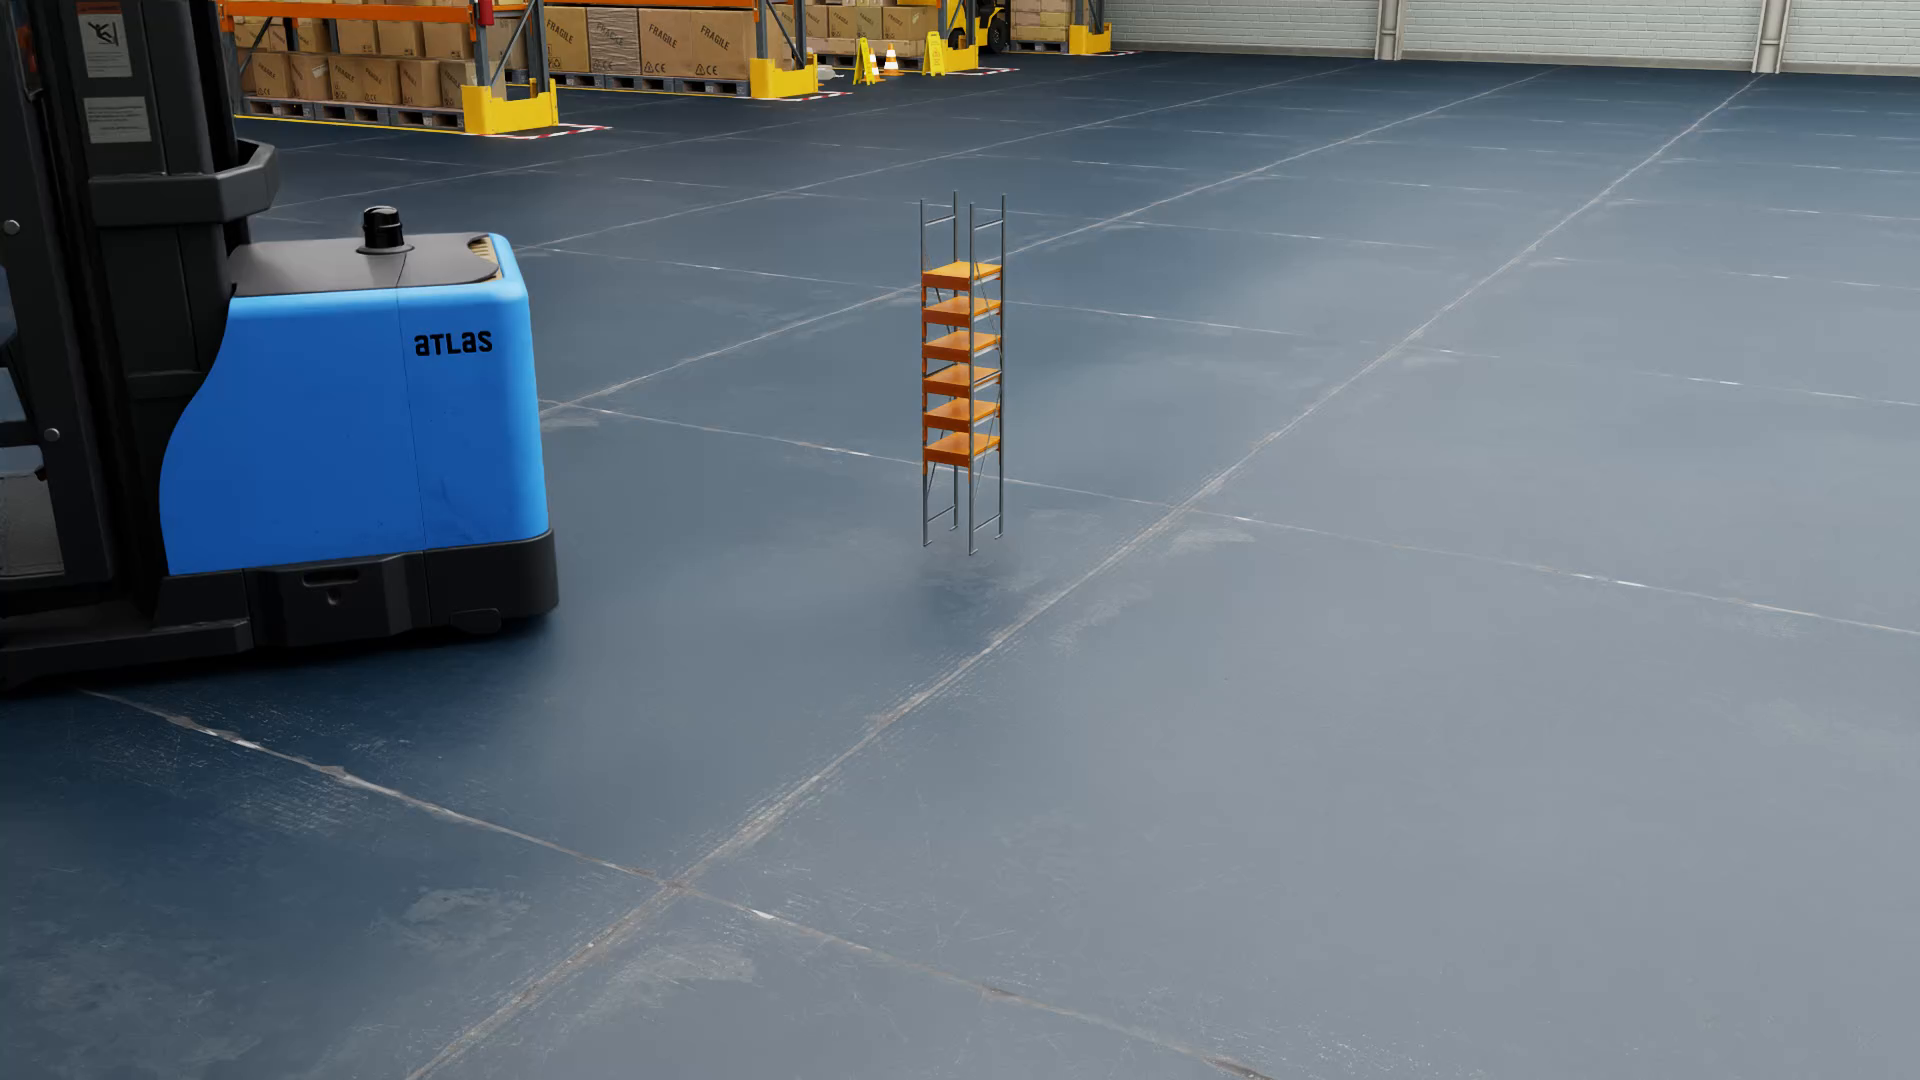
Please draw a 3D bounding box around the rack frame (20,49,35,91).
[{"bbox_3d":[-11.868,-7.282,21.540,0.127,3.000,1.000,11,23,27],"label":"rack frame"}]

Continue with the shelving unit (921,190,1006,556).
[{"bbox_3d":[0.013,-0.562,5.654,0.189,1.200,0.258,11,23,27],"label":"shelving unit"}]

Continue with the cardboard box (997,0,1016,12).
[{"bbox_3d":[0.918,-9.903,30.715,0.500,0.250,0.500,11,23,28],"label":"cardboard box"}]

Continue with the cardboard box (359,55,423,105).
[{"bbox_3d":[-6.497,-5.281,19.076,0.500,0.500,0.500,13,24,32],"label":"cardboard box"}]

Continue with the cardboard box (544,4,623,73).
[{"bbox_3d":[-5.354,-7.149,23.676,0.875,0.875,0.875,11,23,28],"label":"cardboard box"}]

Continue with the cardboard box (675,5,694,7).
[{"bbox_3d":[-5.523,-10.825,34.359,0.500,0.500,0.500,10,22,26],"label":"cardboard box"}]

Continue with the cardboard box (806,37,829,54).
[{"bbox_3d":[-2.224,-8.120,27.268,0.500,0.250,0.500,10,22,27],"label":"cardboard box"}]

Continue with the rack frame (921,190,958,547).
[{"bbox_3d":[-0.067,-0.577,5.696,0.006,1.200,0.240,11,23,27],"label":"rack frame"}]

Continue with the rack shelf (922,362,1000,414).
[{"bbox_3d":[0.013,-0.520,5.669,0.180,0.103,0.258,11,23,27],"label":"rack shelf"}]

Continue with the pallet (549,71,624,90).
[{"bbox_3d":[-5.243,-6.616,23.793,1.213,0.211,1.003,11,23,27],"label":"pallet"}]

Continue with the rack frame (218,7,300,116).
[{"bbox_3d":[-8.376,-6.616,19.707,0.127,3.000,1.000,11,23,27],"label":"rack frame"}]

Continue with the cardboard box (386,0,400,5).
[{"bbox_3d":[-6.104,-5.987,18.340,0.250,0.149,0.380,11,23,27],"label":"cardboard box"}]

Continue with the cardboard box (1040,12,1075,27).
[{"bbox_3d":[1.789,-9.508,30.360,0.500,0.250,0.500,10,22,27],"label":"cardboard box"}]

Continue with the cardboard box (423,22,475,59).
[{"bbox_3d":[-7.295,-7.454,24.699,0.750,0.750,1.050,11,23,27],"label":"cardboard box"}]

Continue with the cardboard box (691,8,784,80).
[{"bbox_3d":[-3.001,-6.703,22.444,0.875,0.875,0.875,11,23,28],"label":"cardboard box"}]

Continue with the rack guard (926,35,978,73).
[{"bbox_3d":[-0.117,-7.739,26.467,0.348,0.500,1.175,11,23,27],"label":"rack guard"}]

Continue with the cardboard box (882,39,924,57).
[{"bbox_3d":[-0.909,-7.865,26.564,0.500,0.250,0.500,11,23,27],"label":"cardboard box"}]

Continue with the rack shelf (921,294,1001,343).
[{"bbox_3d":[0.013,-0.745,5.587,0.180,0.103,0.258,11,23,27],"label":"rack shelf"}]

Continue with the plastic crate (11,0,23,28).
[{"bbox_3d":[-7.882,-4.401,13.817,0.616,0.251,0.499,11,23,27],"label":"plastic crate"}]

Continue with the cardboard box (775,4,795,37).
[{"bbox_3d":[-2.686,-8.560,27.381,0.500,0.500,0.500,12,23,29],"label":"cardboard box"}]

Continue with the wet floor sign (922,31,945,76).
[{"bbox_3d":[-0.407,-7.445,25.442,0.267,0.644,0.232,-16,26,-38],"label":"wet floor sign"}]

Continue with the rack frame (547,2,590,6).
[{"bbox_3d":[-7.035,-10.232,29.673,0.127,3.000,1.000,11,23,27],"label":"rack frame"}]

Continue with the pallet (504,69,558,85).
[{"bbox_3d":[-6.579,-6.871,24.498,1.213,0.211,1.003,11,23,27],"label":"pallet"}]

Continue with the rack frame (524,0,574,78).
[{"bbox_3d":[-5.869,-8.076,23.731,0.127,3.000,1.000,11,23,27],"label":"rack frame"}]

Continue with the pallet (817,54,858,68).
[{"bbox_3d":[-1.870,-7.952,27.478,1.213,0.211,1.003,11,23,27],"label":"pallet"}]

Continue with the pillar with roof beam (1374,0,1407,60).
[{"bbox_3d":[5.337,-11.305,23.833,0.400,9.000,9.100,11,23,27],"label":"pillar with roof beam"}]

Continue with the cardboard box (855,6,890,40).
[{"bbox_3d":[-1.335,-8.300,26.665,0.500,0.500,0.500,12,23,29],"label":"cardboard box"}]

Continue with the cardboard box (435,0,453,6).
[{"bbox_3d":[-5.451,-5.861,17.992,0.250,0.149,0.380,11,23,27],"label":"cardboard box"}]

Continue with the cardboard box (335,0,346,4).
[{"bbox_3d":[-6.779,-6.100,18.650,0.250,0.149,0.380,11,23,27],"label":"cardboard box"}]

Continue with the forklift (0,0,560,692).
[{"bbox_3d":[-2.809,-1.103,4.609,3.031,2.935,1.130,-6,21,-17],"label":"forklift"}]

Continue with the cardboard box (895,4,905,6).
[{"bbox_3d":[-1.100,-8.465,27.118,0.500,0.500,0.500,10,22,25],"label":"cardboard box"}]

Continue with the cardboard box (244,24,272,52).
[{"bbox_3d":[-10.984,-7.966,26.477,0.500,0.500,0.500,10,22,25],"label":"cardboard box"}]

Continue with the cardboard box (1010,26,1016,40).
[{"bbox_3d":[0.940,-9.440,30.907,0.500,0.250,0.500,11,23,28],"label":"cardboard box"}]

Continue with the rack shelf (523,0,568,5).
[{"bbox_3d":[-7.615,-8.071,24.770,4.000,0.370,1.077,11,23,27],"label":"rack shelf"}]

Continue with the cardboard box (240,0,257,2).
[{"bbox_3d":[-8.123,-6.328,19.279,0.250,0.149,0.380,11,23,27],"label":"cardboard box"}]

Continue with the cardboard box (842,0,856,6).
[{"bbox_3d":[-1.678,-8.648,26.671,0.250,0.149,0.380,12,23,30],"label":"cardboard box"}]

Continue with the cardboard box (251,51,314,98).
[{"bbox_3d":[-8.046,-5.560,19.845,0.500,0.500,0.500,10,22,26],"label":"cardboard box"}]

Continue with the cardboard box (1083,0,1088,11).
[{"bbox_3d":[2.039,-9.891,30.684,0.500,0.250,0.500,10,22,26],"label":"cardboard box"}]

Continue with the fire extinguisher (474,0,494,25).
[{"bbox_3d":[-5.009,-5.759,17.455,0.183,0.674,0.296,11,23,27],"label":"fire extinguisher"}]

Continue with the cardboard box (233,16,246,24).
[{"bbox_3d":[-11.428,-8.406,26.590,0.500,0.250,0.500,12,23,29],"label":"cardboard box"}]

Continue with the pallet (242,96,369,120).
[{"bbox_3d":[-7.772,-5.204,19.903,1.213,0.211,1.003,11,23,27],"label":"pallet"}]

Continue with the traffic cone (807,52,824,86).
[{"bbox_3d":[-2.148,-6.730,23.738,0.334,0.463,0.336,11,23,27],"label":"traffic cone"}]

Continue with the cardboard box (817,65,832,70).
[{"bbox_3d":[-2.180,-7.178,25.435,0.380,0.149,0.250,-11,23,-29],"label":"cardboard box"}]

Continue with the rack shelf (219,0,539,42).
[{"bbox_3d":[-6.630,-5.946,18.912,4.000,0.370,1.077,11,23,27],"label":"rack shelf"}]

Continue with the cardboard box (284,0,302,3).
[{"bbox_3d":[-7.470,-6.202,18.932,0.250,0.149,0.380,11,23,27],"label":"cardboard box"}]

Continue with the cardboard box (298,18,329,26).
[{"bbox_3d":[-10.086,-8.152,25.890,0.500,0.250,0.500,10,22,26],"label":"cardboard box"}]
